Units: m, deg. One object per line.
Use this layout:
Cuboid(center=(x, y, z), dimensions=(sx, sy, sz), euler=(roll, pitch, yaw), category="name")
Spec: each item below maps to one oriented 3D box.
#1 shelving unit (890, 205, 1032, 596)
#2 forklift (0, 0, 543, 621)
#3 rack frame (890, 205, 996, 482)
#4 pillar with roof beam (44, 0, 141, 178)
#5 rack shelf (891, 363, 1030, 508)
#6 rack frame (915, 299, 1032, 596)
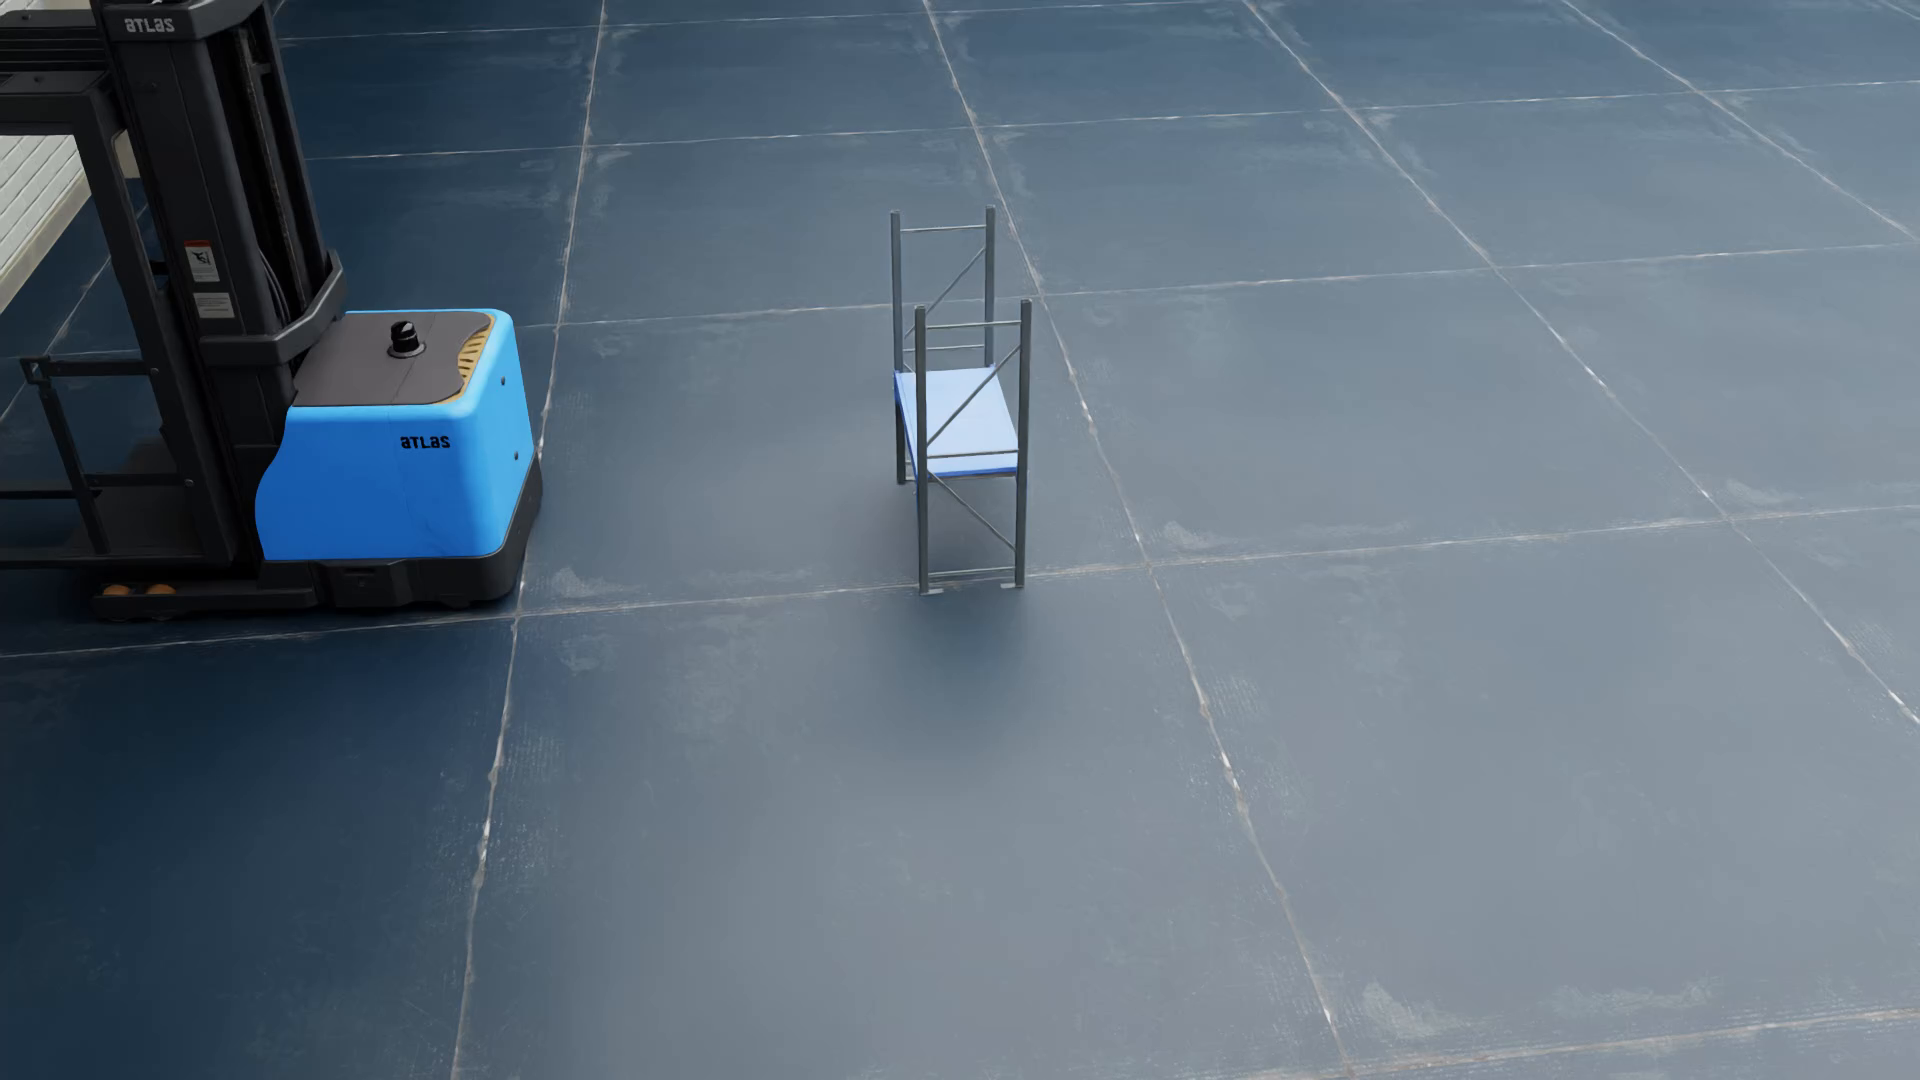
Cuboid(center=(-0.011, -0.667, 7.897), dimensions=(0.538, 1.500, 1.048), euler=(-4, 35, -6), category="shelving unit")
Cuboid(center=(-3.628, -1.140, 7.320), dimensions=(3.031, 2.935, 1.130), euler=(-1, 34, -2), category="forklift")
Cuboid(center=(-0.080, -0.951, 8.314), dimensions=(0.500, 1.500, 0.032), euler=(-4, 35, -6), category="rack frame")
Cuboid(center=(-1.882, -6.788, 10.219), dimensions=(9.100, 9.000, 0.400), euler=(-4, 35, -6), category="pillar with roof beam")
Cuboid(center=(-0.011, -0.519, 7.999), dimensions=(0.538, 0.185, 1.000), euler=(-4, 35, -6), category="rack shelf")
Cuboid(center=(0.057, -0.384, 7.481), dimensions=(0.500, 1.500, 0.032), euler=(-4, 35, -6), category="rack frame")
